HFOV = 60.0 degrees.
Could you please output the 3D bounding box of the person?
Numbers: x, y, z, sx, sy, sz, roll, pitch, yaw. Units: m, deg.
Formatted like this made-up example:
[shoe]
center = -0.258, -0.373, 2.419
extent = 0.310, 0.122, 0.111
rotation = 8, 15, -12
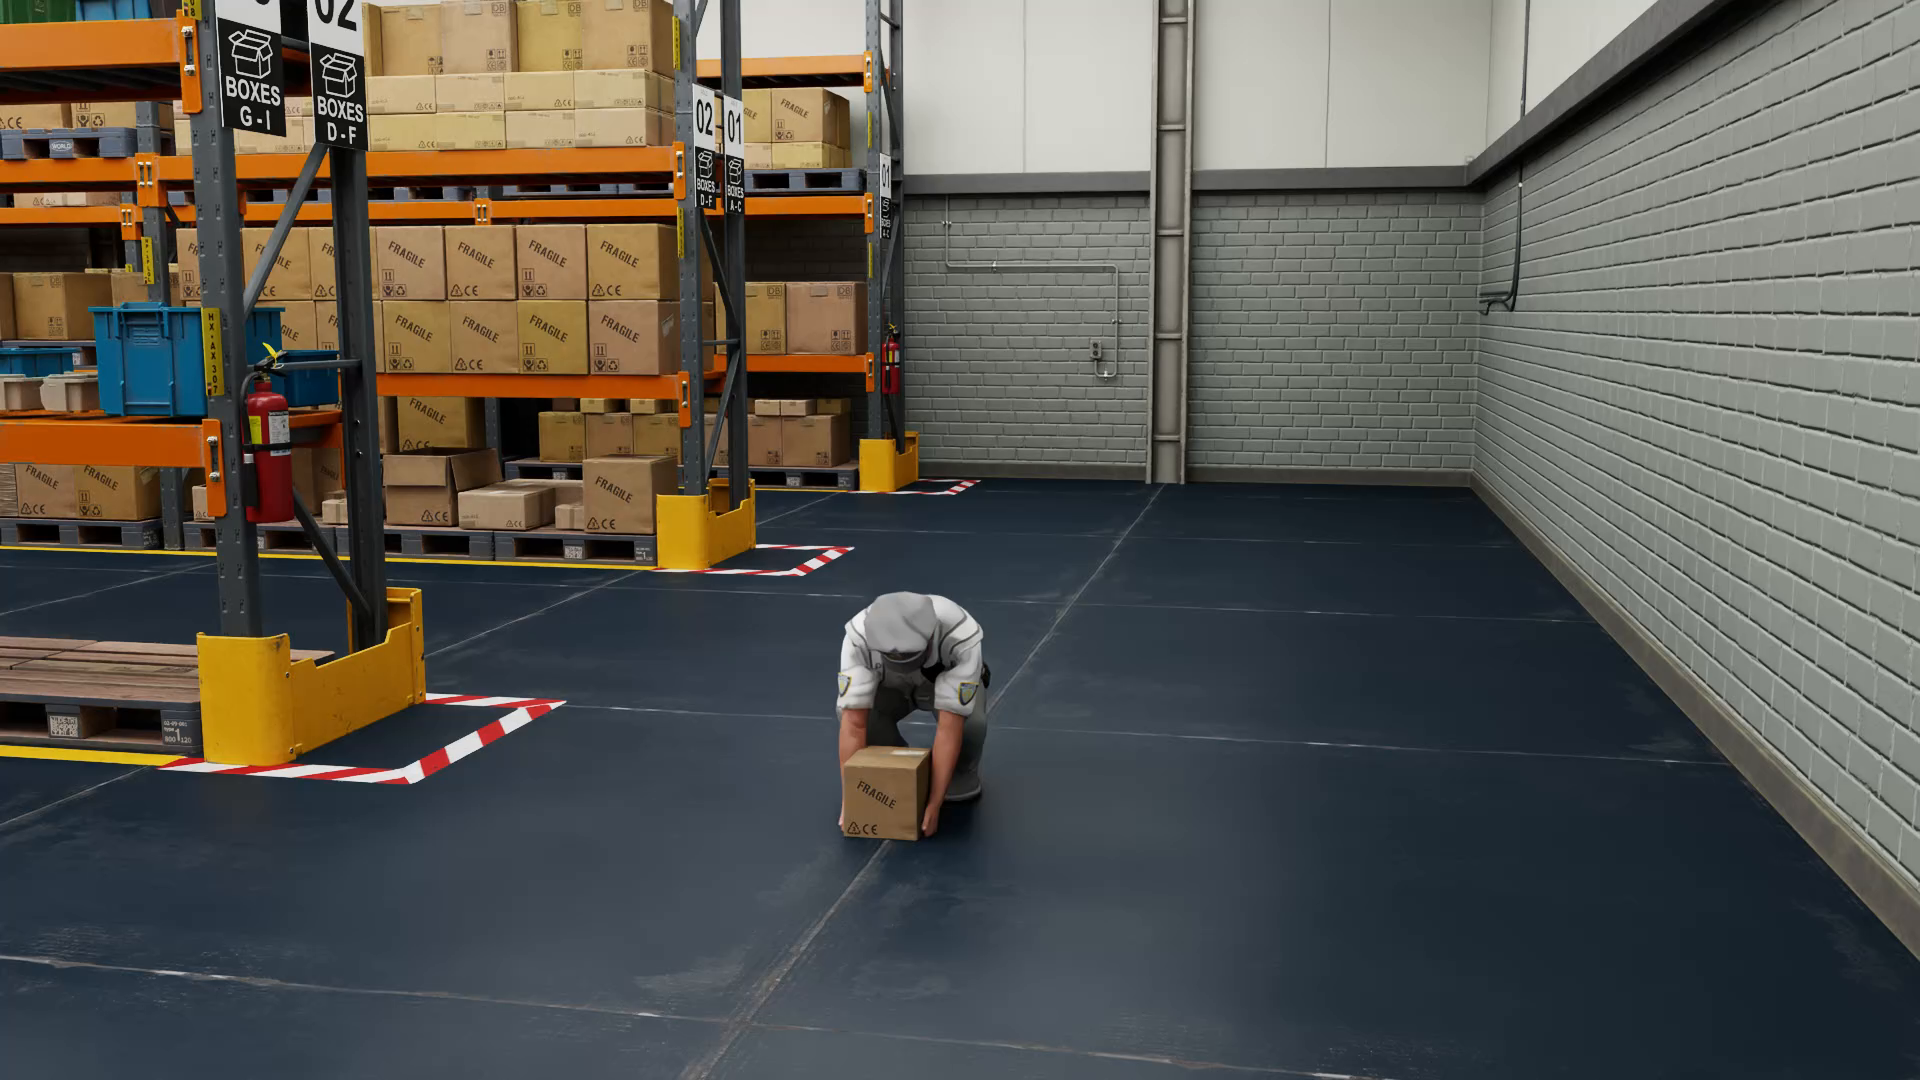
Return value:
[person]
center = -0.162, 0.551, 5.855
extent = 0.521, 0.820, 1.023
rotation = 1, 8, 10
